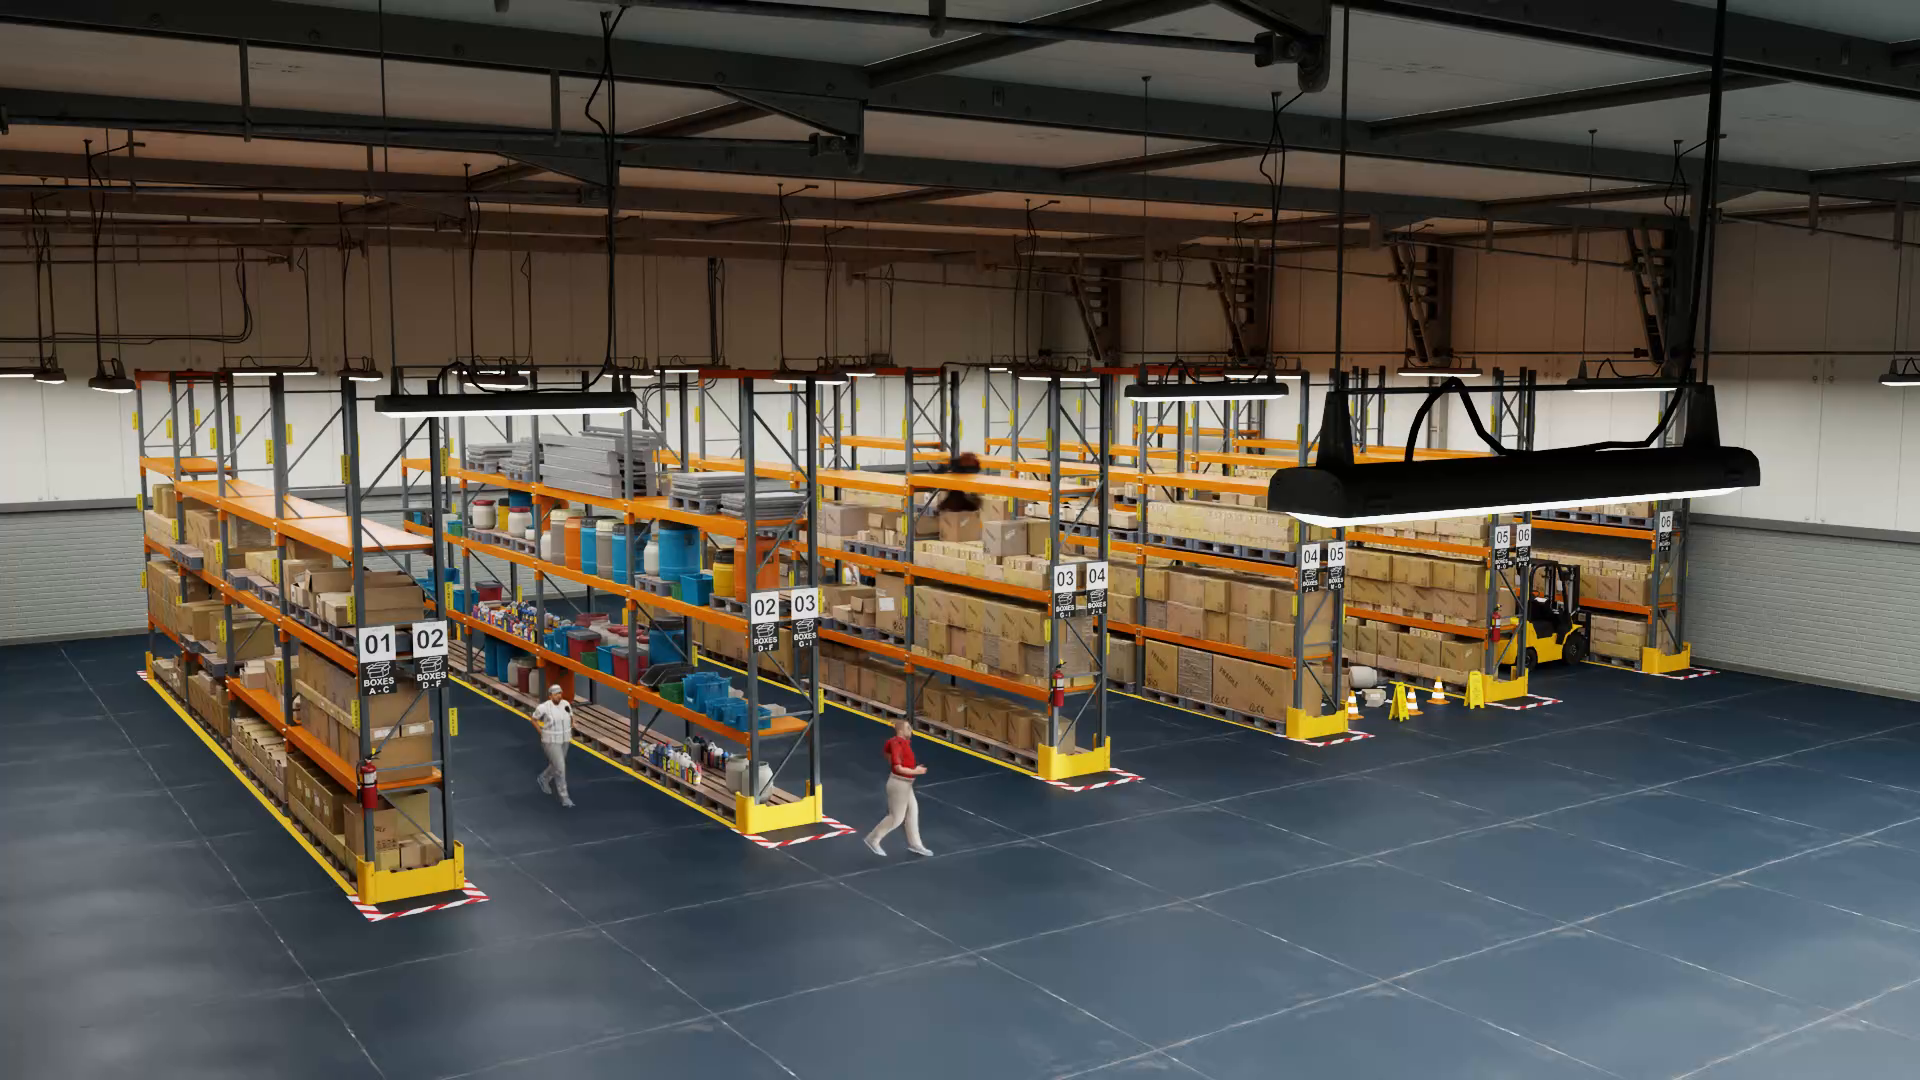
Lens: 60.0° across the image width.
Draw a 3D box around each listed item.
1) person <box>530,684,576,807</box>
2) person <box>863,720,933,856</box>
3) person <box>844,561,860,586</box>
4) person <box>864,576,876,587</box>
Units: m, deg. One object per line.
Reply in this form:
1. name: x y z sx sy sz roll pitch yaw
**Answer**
1. person: -5.696 2.863 23.491 0.852 1.696 0.589 5 8 39
2. person: -0.775 3.123 20.882 0.874 1.761 0.685 0 6 -1
3. person: -2.460 1.254 37.220 0.751 1.770 0.885 -5 8 -36
4. person: -2.131 0.842 41.864 0.694 1.599 0.587 3 7 26
